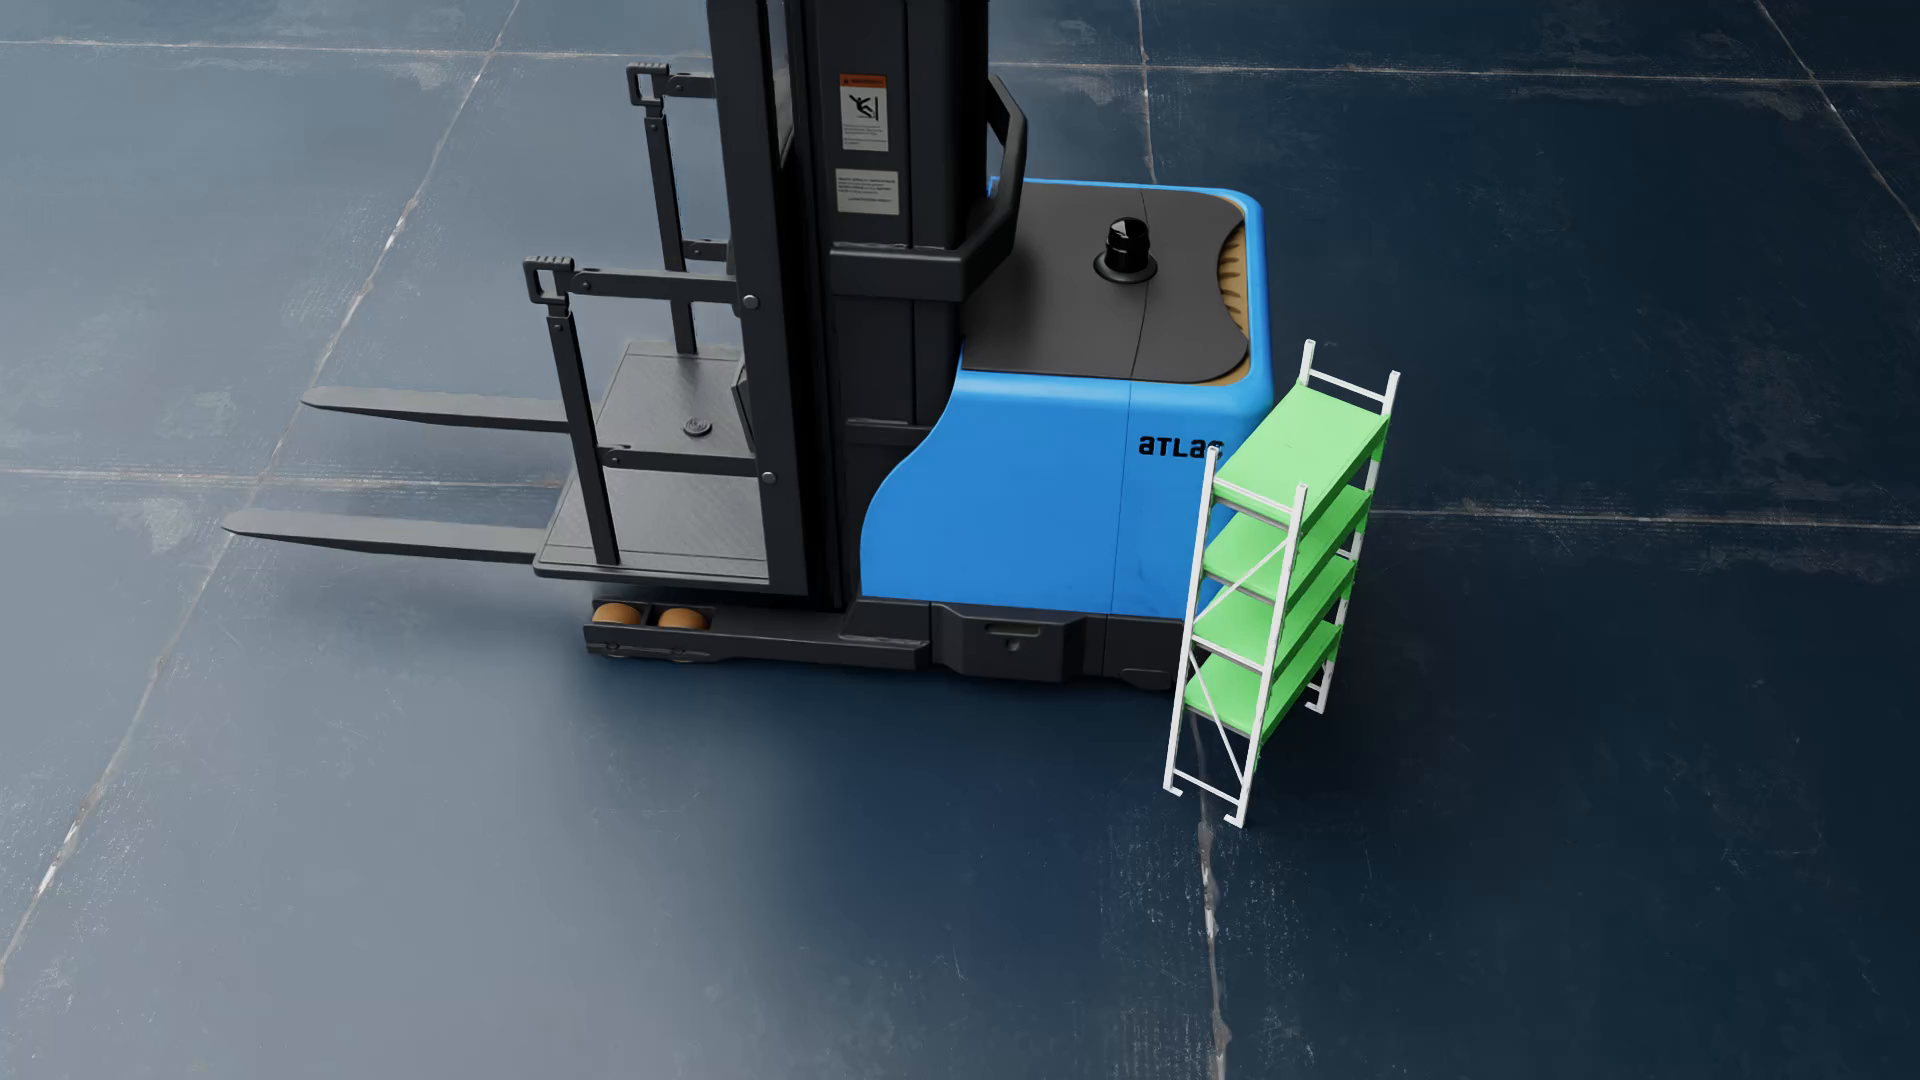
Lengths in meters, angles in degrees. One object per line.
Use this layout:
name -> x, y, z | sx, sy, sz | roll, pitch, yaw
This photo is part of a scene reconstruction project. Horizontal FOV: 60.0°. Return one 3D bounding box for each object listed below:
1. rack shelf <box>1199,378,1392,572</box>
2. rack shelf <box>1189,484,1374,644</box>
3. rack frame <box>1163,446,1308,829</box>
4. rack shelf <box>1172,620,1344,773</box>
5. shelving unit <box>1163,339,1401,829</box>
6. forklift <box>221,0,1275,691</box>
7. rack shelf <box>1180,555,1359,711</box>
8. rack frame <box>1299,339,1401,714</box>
rack shelf -> 0.795, -0.163, 3.934 | 0.258, 0.148, 0.480 | 25, 49, 25
rack shelf -> 0.795, 0.013, 4.098 | 0.258, 0.148, 0.480 | 25, 49, 25
rack frame -> 0.655, 0.278, 4.071 | 0.240, 1.200, 0.015 | 25, 49, 25
rack shelf -> 0.795, 0.364, 4.425 | 0.258, 0.148, 0.480 | 25, 49, 25
shelving unit -> 0.795, 0.142, 4.218 | 0.258, 1.200, 0.503 | 25, 49, 25
forklift -> -0.671, -1.068, 4.246 | 3.031, 2.935, 1.130 | 4, 43, 4
rack shelf -> 0.795, 0.188, 4.261 | 0.258, 0.148, 0.480 | 25, 49, 25
rack frame -> 0.934, 0.005, 4.364 | 0.240, 1.200, 0.015 | 25, 49, 25
